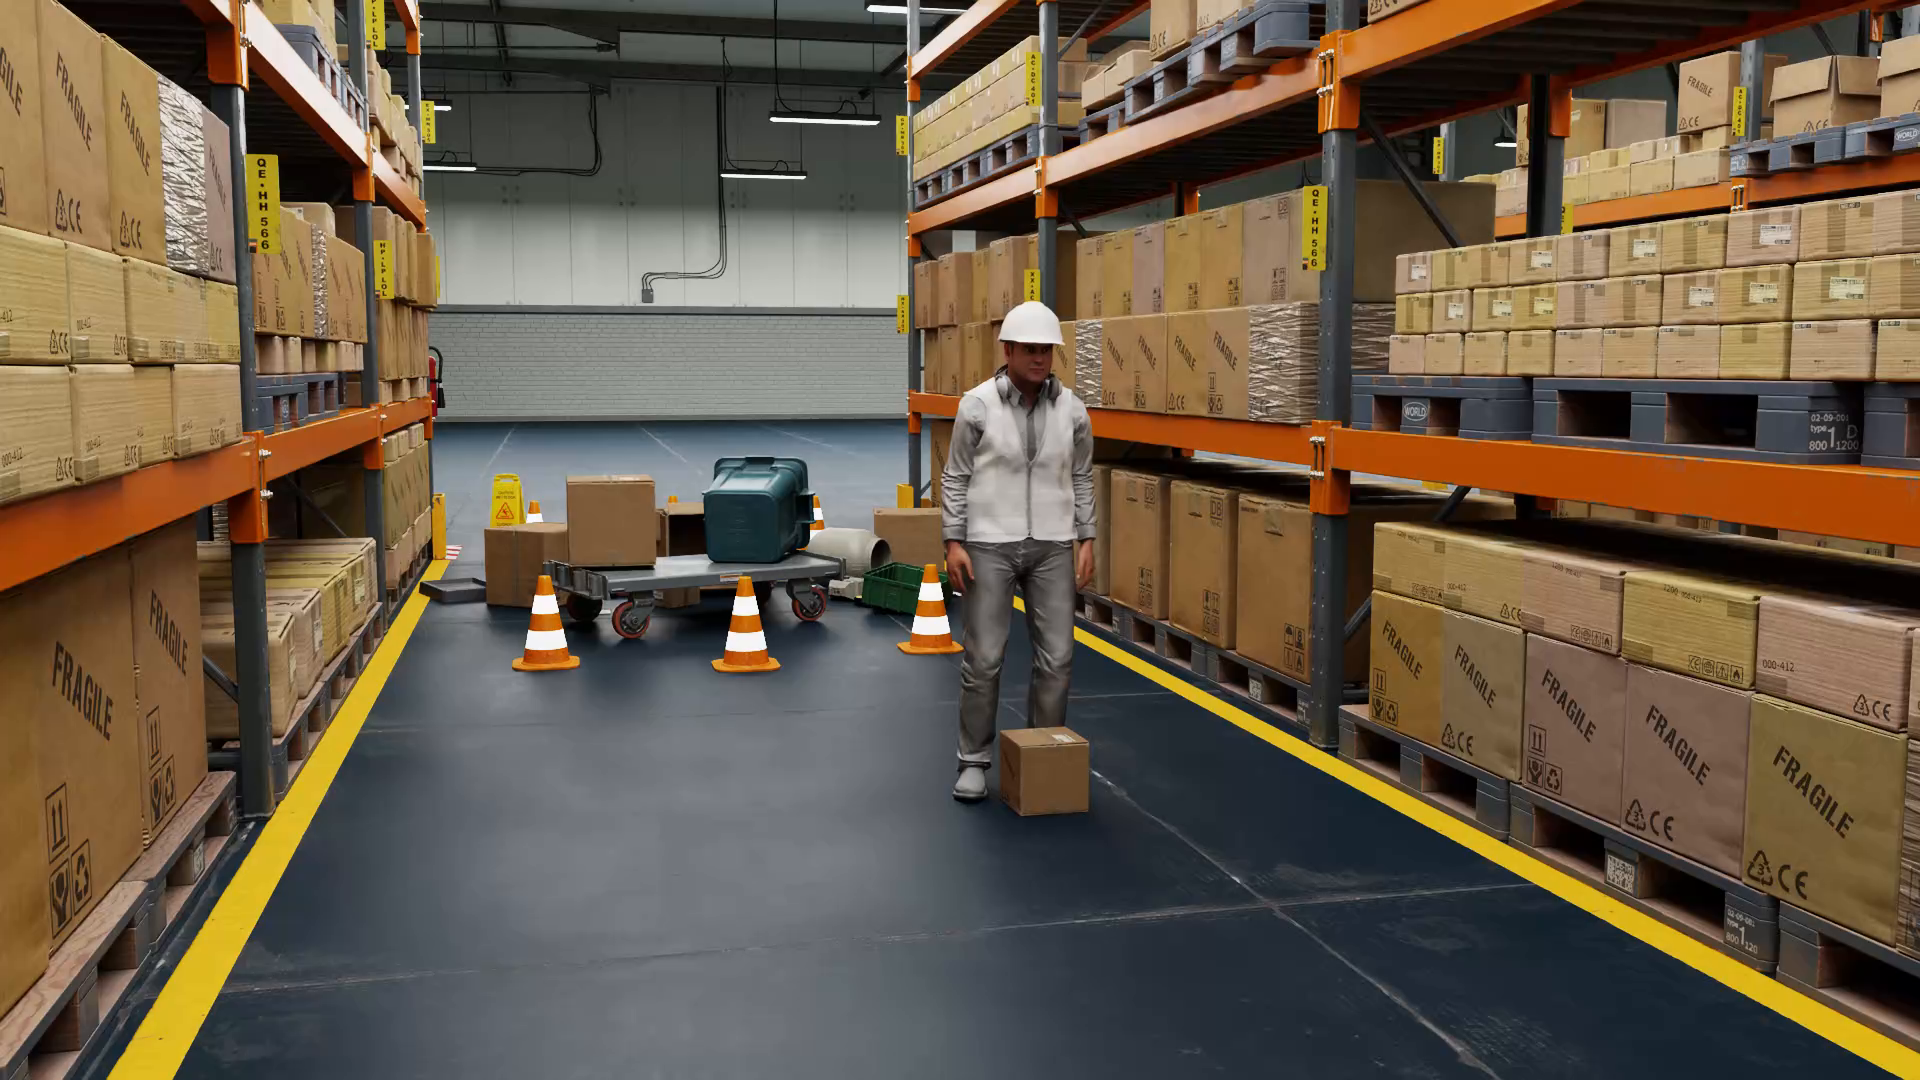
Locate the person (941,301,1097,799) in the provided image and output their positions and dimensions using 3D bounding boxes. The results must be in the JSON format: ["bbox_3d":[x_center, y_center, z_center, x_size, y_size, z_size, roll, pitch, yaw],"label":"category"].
[{"bbox_3d":[0.220,0.031,6.029,0.580,1.771,0.466,-1,6,-14],"label":"person"}]
